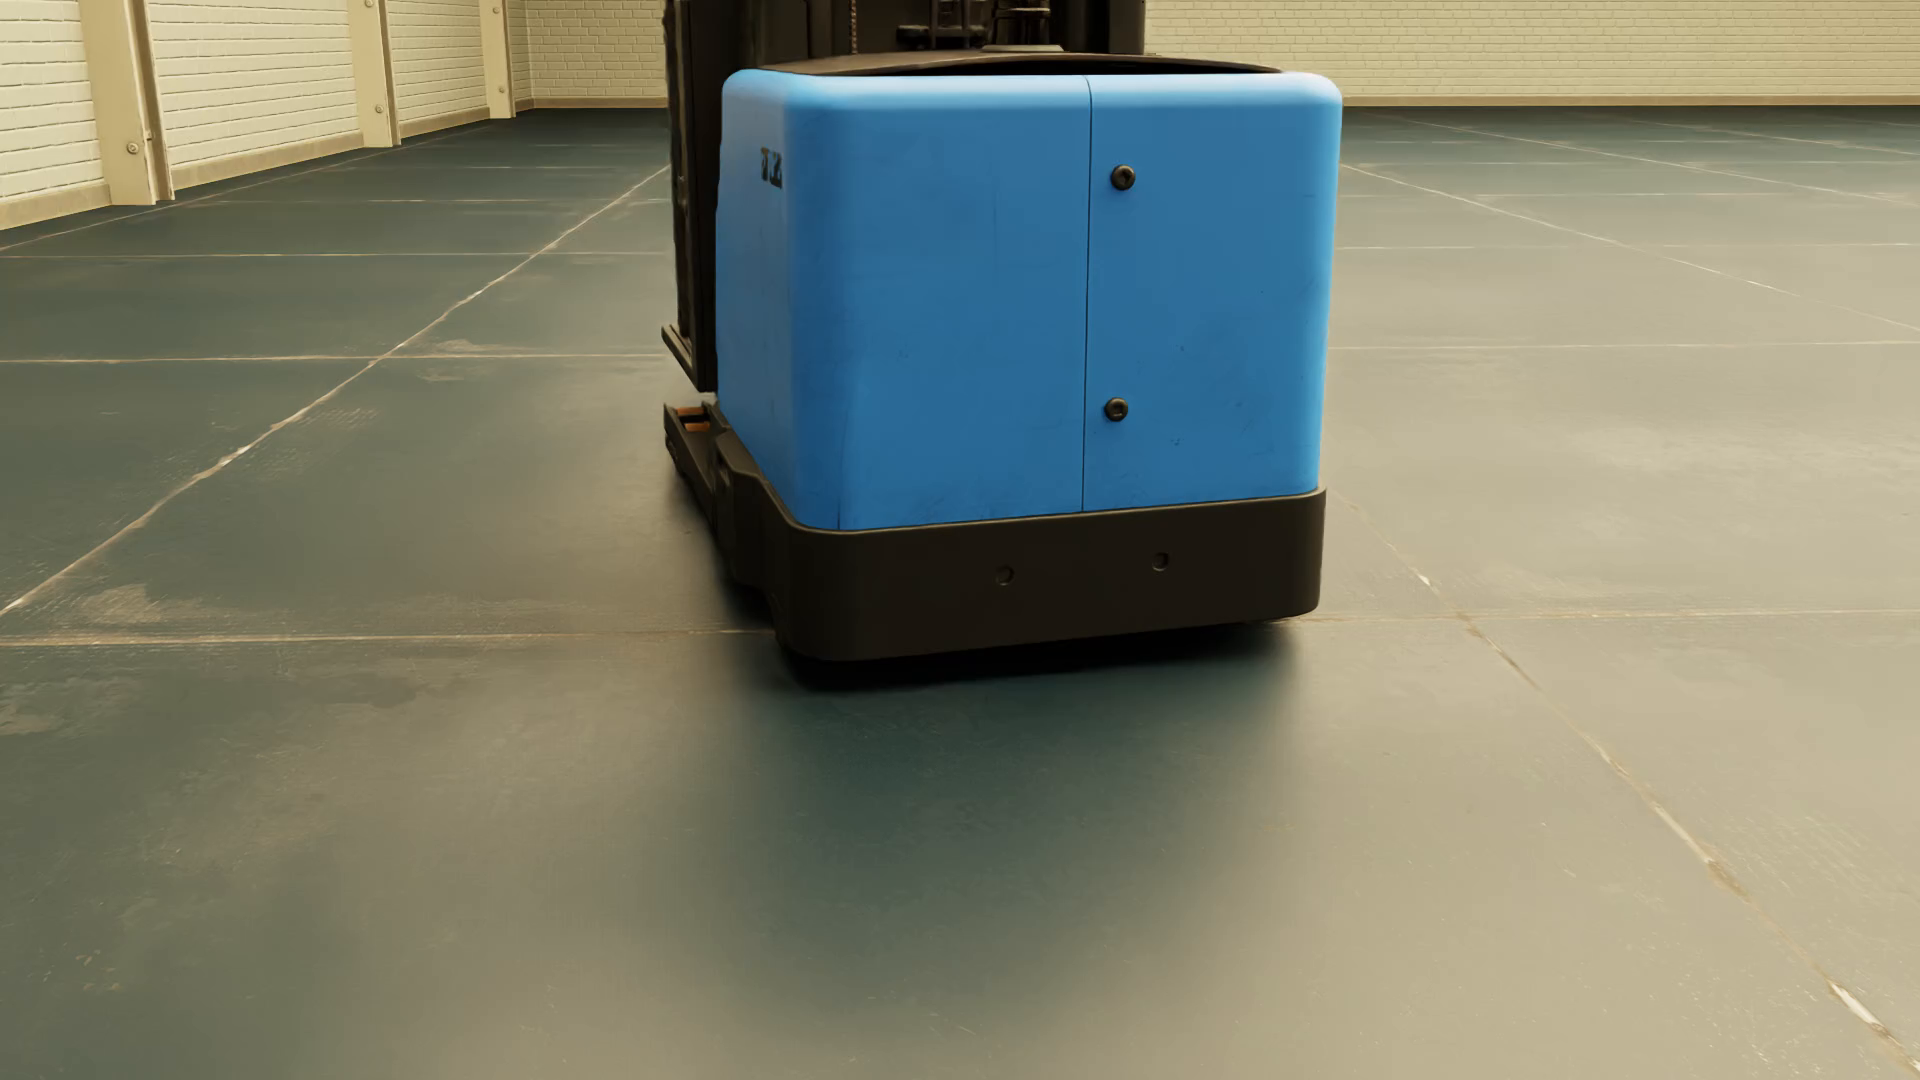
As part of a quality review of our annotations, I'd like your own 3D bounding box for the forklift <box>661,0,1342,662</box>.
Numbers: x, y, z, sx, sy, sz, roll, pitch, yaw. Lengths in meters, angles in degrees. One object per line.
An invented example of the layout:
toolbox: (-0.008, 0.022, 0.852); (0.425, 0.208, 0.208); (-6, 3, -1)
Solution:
forklift: (-0.190, -1.576, 4.059); (1.130, 2.935, 3.031); (-5, 18, -15)
